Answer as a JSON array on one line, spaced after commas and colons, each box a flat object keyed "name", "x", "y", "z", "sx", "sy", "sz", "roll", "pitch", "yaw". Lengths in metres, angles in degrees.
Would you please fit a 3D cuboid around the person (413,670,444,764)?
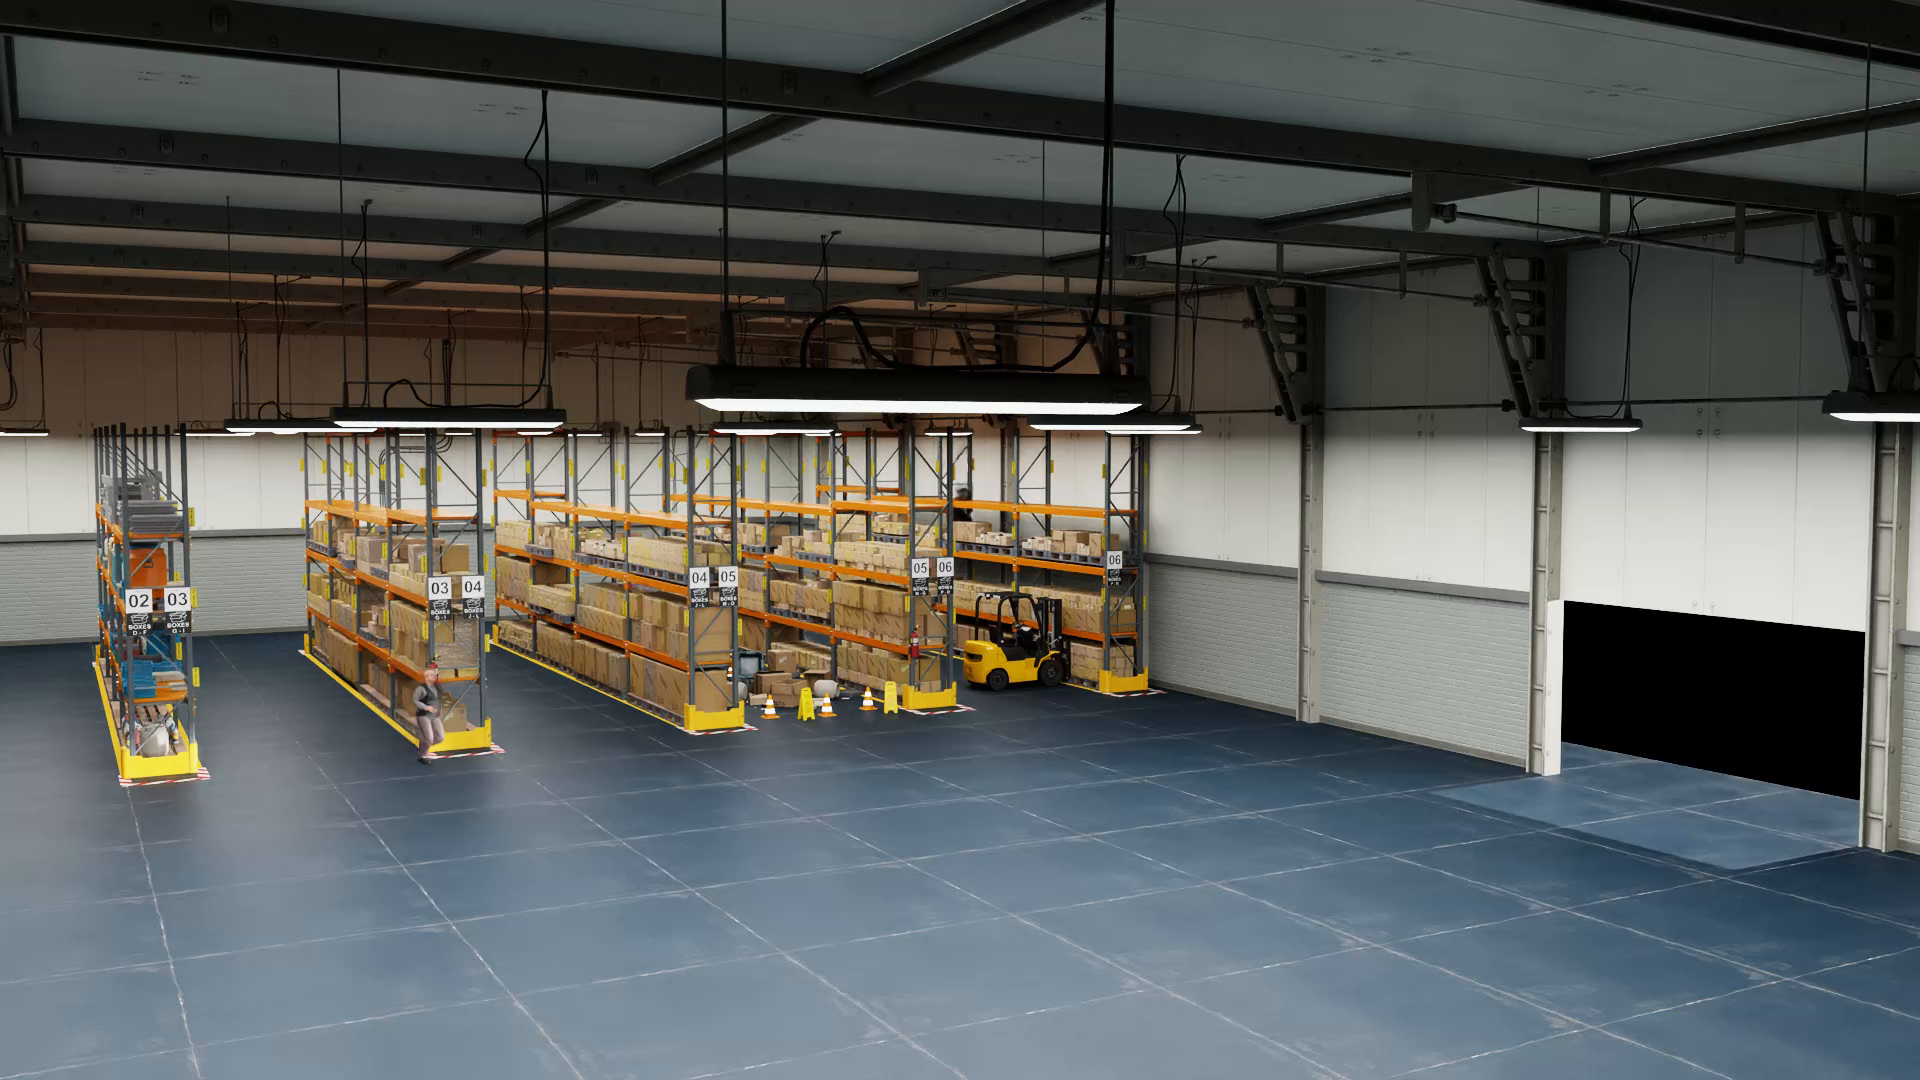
[{"name": "person", "x": -9.335, "y": 3.114, "z": 29.316, "sx": 0.605, "sy": 1.654, "sz": 0.655, "roll": 2, "pitch": 4, "yaw": 31}]

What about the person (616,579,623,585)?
[{"name": "person", "x": -10.140, "y": 1.869, "z": 49.516, "sx": 0.632, "sy": 1.736, "sz": 0.694, "roll": -2, "pitch": 4, "yaw": -25}]
